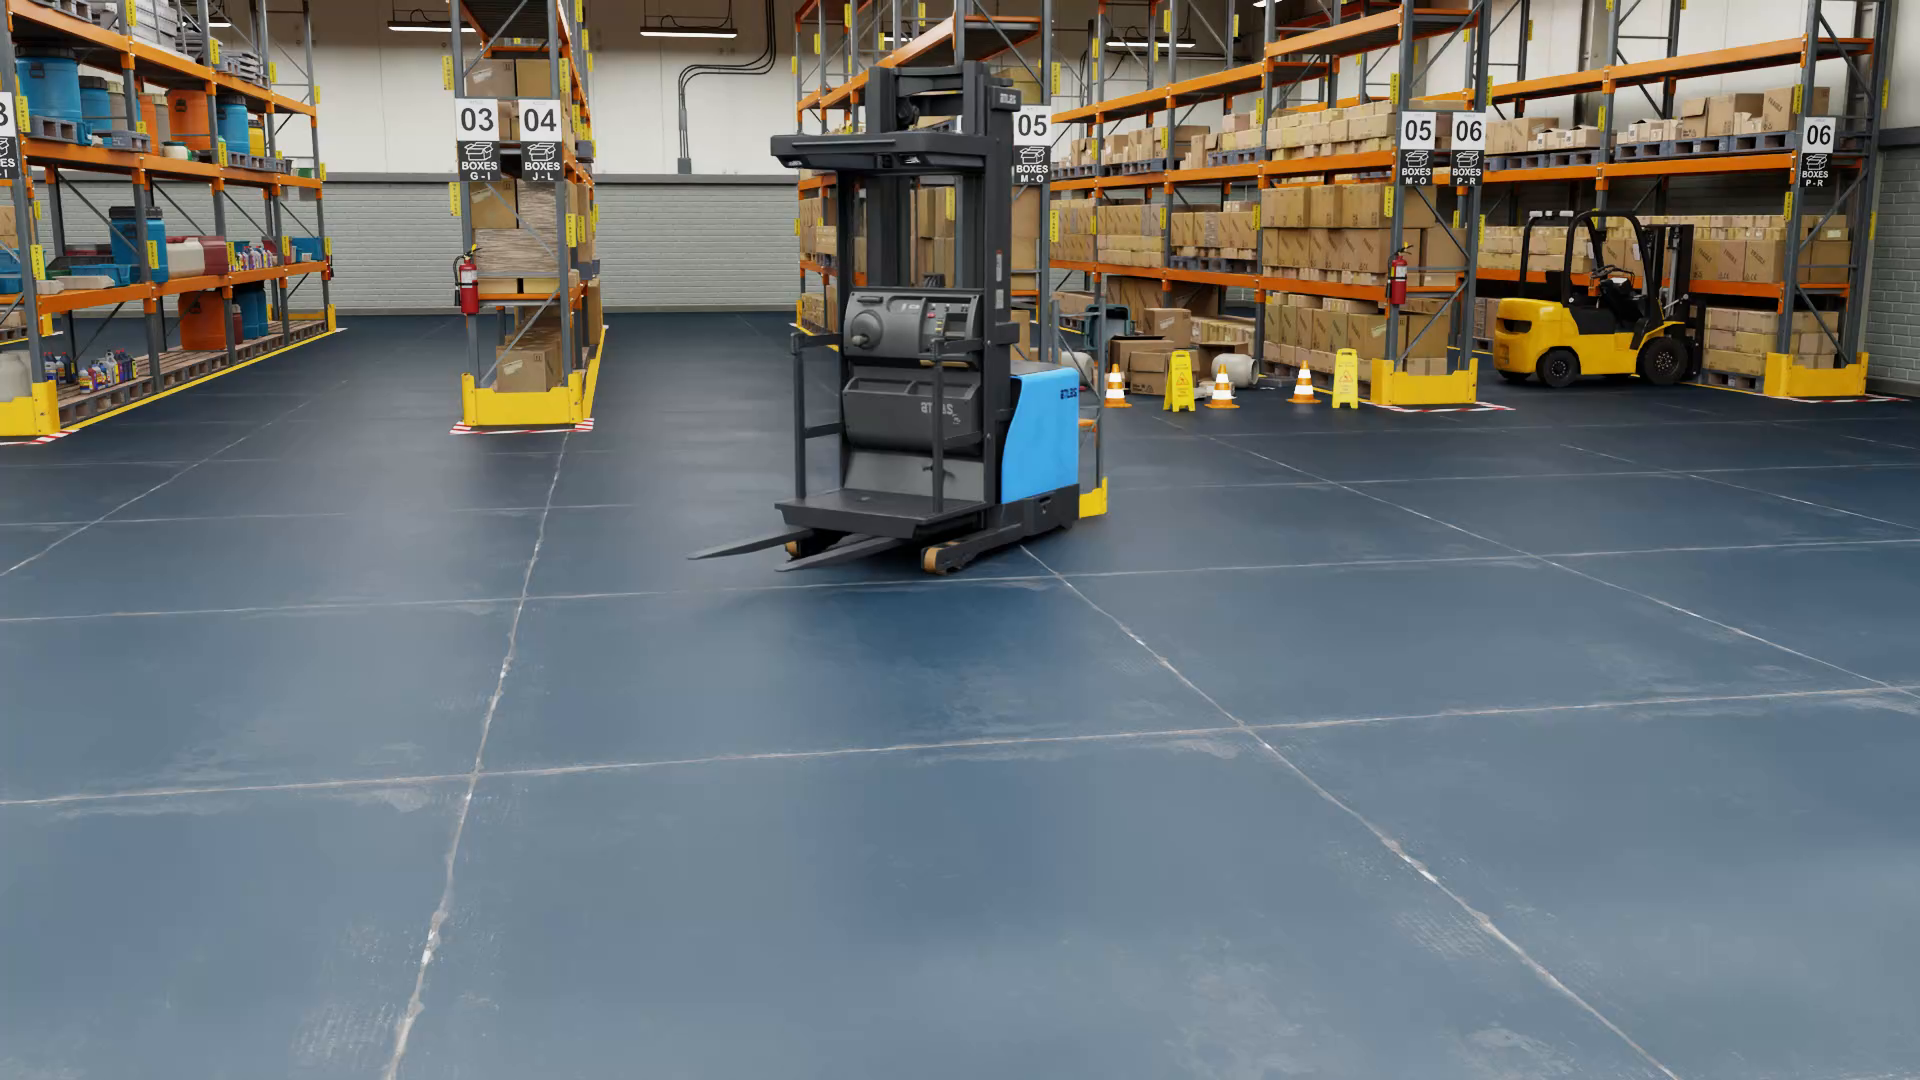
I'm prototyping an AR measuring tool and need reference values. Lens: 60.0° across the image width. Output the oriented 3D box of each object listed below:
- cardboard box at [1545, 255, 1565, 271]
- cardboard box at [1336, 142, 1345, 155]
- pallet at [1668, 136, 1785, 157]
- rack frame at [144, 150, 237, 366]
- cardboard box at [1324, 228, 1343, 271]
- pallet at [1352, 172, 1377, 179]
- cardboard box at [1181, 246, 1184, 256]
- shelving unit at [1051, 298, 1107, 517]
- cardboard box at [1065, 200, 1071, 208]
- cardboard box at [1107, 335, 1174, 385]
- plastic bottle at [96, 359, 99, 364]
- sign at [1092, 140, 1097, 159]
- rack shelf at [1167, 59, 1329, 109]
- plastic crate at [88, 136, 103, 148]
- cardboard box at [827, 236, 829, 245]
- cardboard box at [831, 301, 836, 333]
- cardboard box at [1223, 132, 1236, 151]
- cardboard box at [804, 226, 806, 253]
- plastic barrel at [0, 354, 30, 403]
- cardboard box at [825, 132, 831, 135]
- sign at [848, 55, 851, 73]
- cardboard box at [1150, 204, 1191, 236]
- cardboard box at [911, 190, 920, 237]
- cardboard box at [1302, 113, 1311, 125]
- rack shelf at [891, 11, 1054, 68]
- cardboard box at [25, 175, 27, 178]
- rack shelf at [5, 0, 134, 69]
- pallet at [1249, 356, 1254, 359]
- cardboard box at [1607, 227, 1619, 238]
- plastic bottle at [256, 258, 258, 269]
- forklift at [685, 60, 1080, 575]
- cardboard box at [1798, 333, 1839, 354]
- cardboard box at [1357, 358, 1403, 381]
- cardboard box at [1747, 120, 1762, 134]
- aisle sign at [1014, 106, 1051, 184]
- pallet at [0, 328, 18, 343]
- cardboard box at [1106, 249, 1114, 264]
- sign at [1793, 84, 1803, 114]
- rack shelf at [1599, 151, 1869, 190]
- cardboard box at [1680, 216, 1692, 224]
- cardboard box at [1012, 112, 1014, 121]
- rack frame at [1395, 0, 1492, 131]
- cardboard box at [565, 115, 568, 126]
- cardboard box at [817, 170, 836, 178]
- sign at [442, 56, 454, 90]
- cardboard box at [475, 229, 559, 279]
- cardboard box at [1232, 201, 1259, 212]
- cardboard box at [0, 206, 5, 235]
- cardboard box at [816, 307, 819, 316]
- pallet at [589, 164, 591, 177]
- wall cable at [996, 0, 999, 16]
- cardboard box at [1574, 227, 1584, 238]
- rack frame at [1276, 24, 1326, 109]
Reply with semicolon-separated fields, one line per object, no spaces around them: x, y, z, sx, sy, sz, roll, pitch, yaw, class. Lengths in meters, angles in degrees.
8.911;-4.040;24.300;0.500;0.250;0.500;-2;11;-11;cardboard box
4.714;-4.665;19.833;0.380;0.149;0.250;-2;11;-13;cardboard box
9.794;-4.990;21.105;1.003;0.211;1.213;-2;11;-11;pallet
-10.856;-3.950;23.430;1.000;3.000;0.127;-2;11;-11;rack frame
4.716;-3.492;19.960;0.500;0.500;0.500;-2;11;-11;cardboard box
7.871;-6.665;30.171;1.213;0.211;1.003;-2;11;-11;pallet
3.626;-4.454;25.626;0.380;0.149;0.250;-3;11;-15;cardboard box
0.460;-0.965;11.757;0.587;1.500;1.083;-10;14;-41;shelving unit
2.225;-6.456;31.917;0.380;0.149;0.250;-2;11;-12;cardboard box
2.264;-2.265;20.890;0.797;0.637;0.503;-2;11;-11;cardboard box
-9.666;-1.888;18.682;0.061;0.283;0.133;-2;11;-11;plastic bottle
2.401;-6.971;29.680;0.100;0.325;0.005;-2;11;-11;sign
4.112;-6.521;23.886;1.077;0.370;4.000;-2;11;-11;rack shelf
-9.369;-4.281;17.850;0.243;0.136;0.396;-2;11;-11;plastic crate
-1.959;-4.879;27.063;0.380;0.149;0.250;-2;11;-12;cardboard box
-1.903;-3.762;28.003;0.500;0.500;0.500;-2;11;-8;cardboard box
4.054;-5.652;23.625;0.500;0.250;0.500;-2;11;-10;cardboard box
-2.723;-5.765;31.902;0.500;0.500;0.500;-2;11;-11;cardboard box
-9.503;-1.585;16.534;0.421;0.512;0.421;0;11;0;plastic barrel
-1.925;-6.682;28.366;0.700;0.500;0.500;-2;11;-11;cardboard box
-2.120;-9.260;32.359;0.100;0.325;0.005;-2;11;-11;sign
3.366;-5.117;26.615;0.500;0.500;0.500;-2;11;-13;cardboard box
-0.106;-3.893;19.840;0.875;0.550;0.550;-2;11;-11;cardboard box
4.486;-5.241;20.729;0.380;0.149;0.250;-2;11;-13;cardboard box
0.054;-5.589;18.988;1.077;0.370;4.000;-2;11;-11;rack shelf
-16.913;-6.554;29.485;0.500;0.250;0.500;-2;11;-11;cardboard box
-9.689;-5.247;17.192;1.077;0.370;4.000;-2;11;-11;rack shelf
4.348;-2.530;23.426;1.003;0.211;1.213;-2;11;-11;pallet
9.173;-4.238;22.940;0.380;0.149;0.250;-2;11;-12;cardboard box
-10.996;-4.322;25.911;0.097;0.201;0.097;0;11;0;plastic bottle
-0.408;-1.334;9.867;1.130;2.935;3.031;7;13;31;forklift
10.259;-2.400;20.176;0.500;0.250;0.500;-2;11;-10;cardboard box
4.853;-2.022;19.529;0.500;0.250;0.500;-2;11;-11;cardboard box
9.688;-4.951;19.947;0.380;0.149;0.250;-2;11;-13;cardboard box
0.751;-4.100;17.263;0.394;0.787;0.004;-2;11;-11;aisle sign
-16.867;-3.485;28.442;1.003;0.211;1.213;-2;11;-11;pallet
2.874;-4.966;29.165;0.500;0.250;0.500;-2;11;-12;cardboard box
9.612;-5.057;19.066;0.100;0.325;0.005;-2;11;-11;sign
9.758;-4.692;21.227;1.077;0.370;4.000;-2;11;-11;rack shelf
9.534;-4.105;21.442;0.380;0.149;0.250;-2;11;-11;cardboard box
0.691;-4.505;17.604;0.380;0.149;0.250;-2;11;-11;cardboard box
5.279;-5.971;18.000;1.000;3.000;0.127;-2;11;-11;rack frame
-4.612;-4.702;18.691;0.380;0.149;0.250;-2;11;-8;cardboard box
-2.251;-6.506;29.236;0.500;0.250;0.500;-2;11;-10;cardboard box
-4.990;-4.555;16.217;0.100;0.325;0.005;-2;11;-11;sign
-4.522;-2.960;17.165;0.875;0.500;0.500;-2;11;-11;cardboard box
4.043;-4.680;23.341;0.380;0.149;0.250;-2;11;-13;cardboard box
-16.611;-5.425;28.236;0.500;0.500;0.500;-2;11;-9;cardboard box
-2.398;-4.122;30.036;0.380;0.149;0.250;-3;11;-13;cardboard box
-7.158;-6.668;29.922;1.003;0.211;1.213;-2;11;-11;pallet
-0.243;-13.142;38.025;2.355;3.000;0.029;-2;11;-11;wall cable
9.017;-4.408;23.829;0.380;0.149;0.250;-2;11;-12;cardboard box
7.035;-9.087;34.369;1.000;3.000;0.127;-2;11;-11;rack frame
